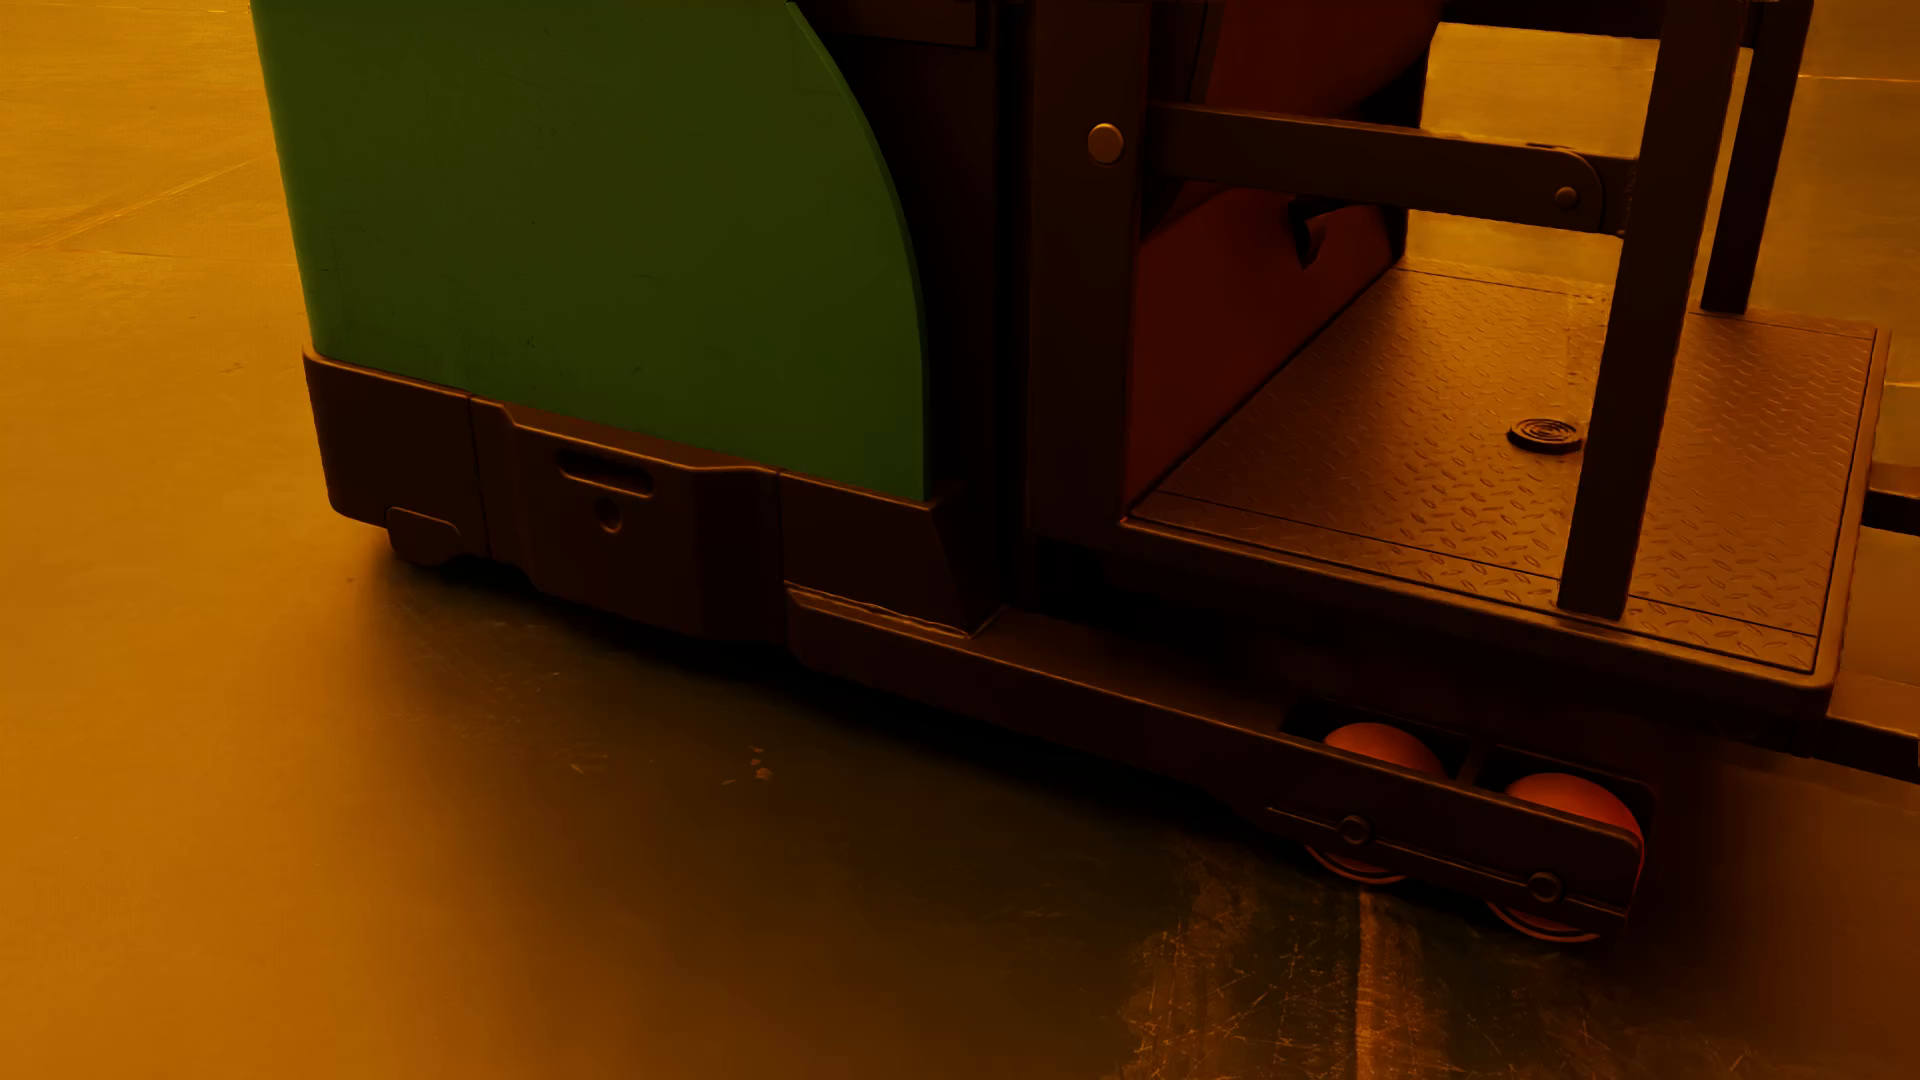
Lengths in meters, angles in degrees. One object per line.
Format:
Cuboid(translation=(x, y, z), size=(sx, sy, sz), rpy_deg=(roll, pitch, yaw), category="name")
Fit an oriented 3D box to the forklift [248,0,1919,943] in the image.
Cuboid(translation=(0.604, -1.175, 1.574), size=(3.031, 2.935, 1.130), rpy_deg=(14, 30, 26), category="forklift")
